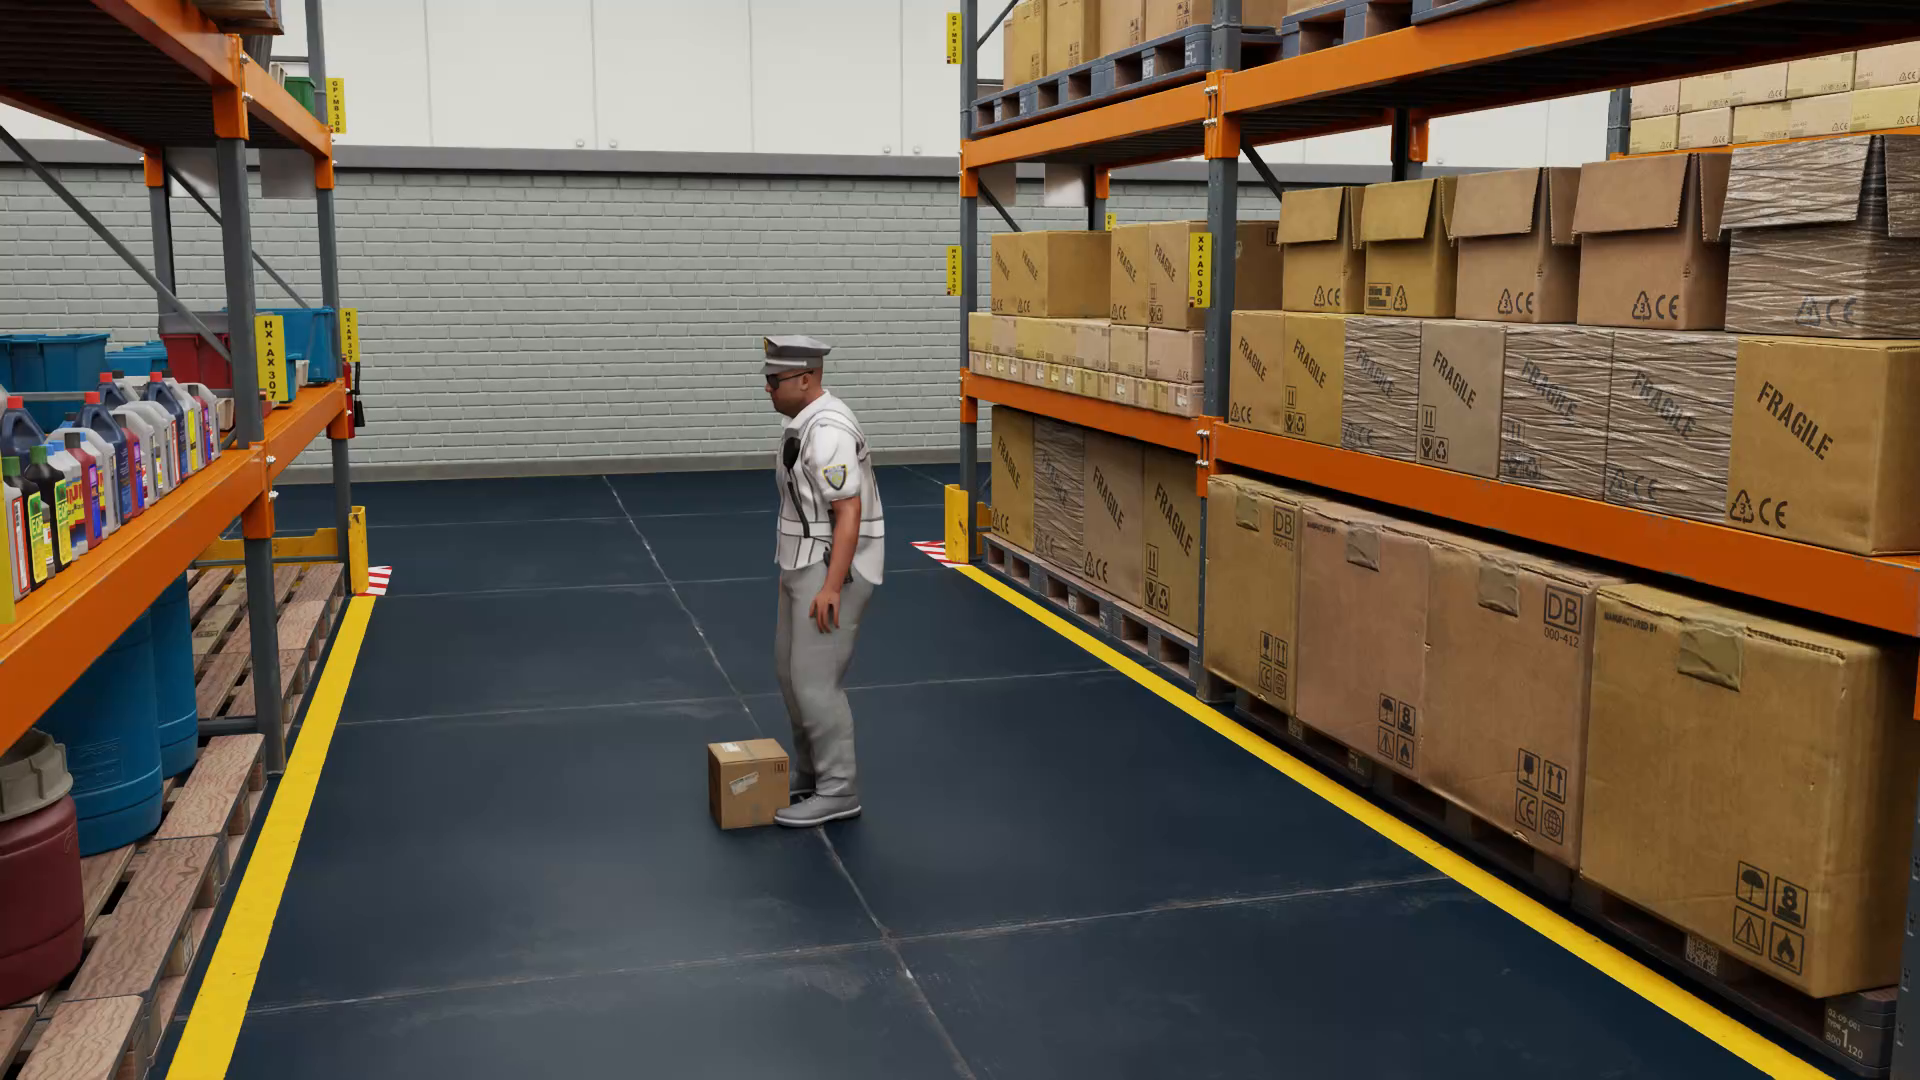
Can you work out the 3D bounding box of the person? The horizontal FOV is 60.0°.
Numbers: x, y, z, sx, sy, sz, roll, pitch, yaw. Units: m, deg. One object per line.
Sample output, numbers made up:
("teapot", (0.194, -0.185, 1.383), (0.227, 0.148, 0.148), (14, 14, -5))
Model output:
("person", (-0.506, 0.132, 6.035), (0.436, 1.746, 0.588), (-3, 10, -18))
